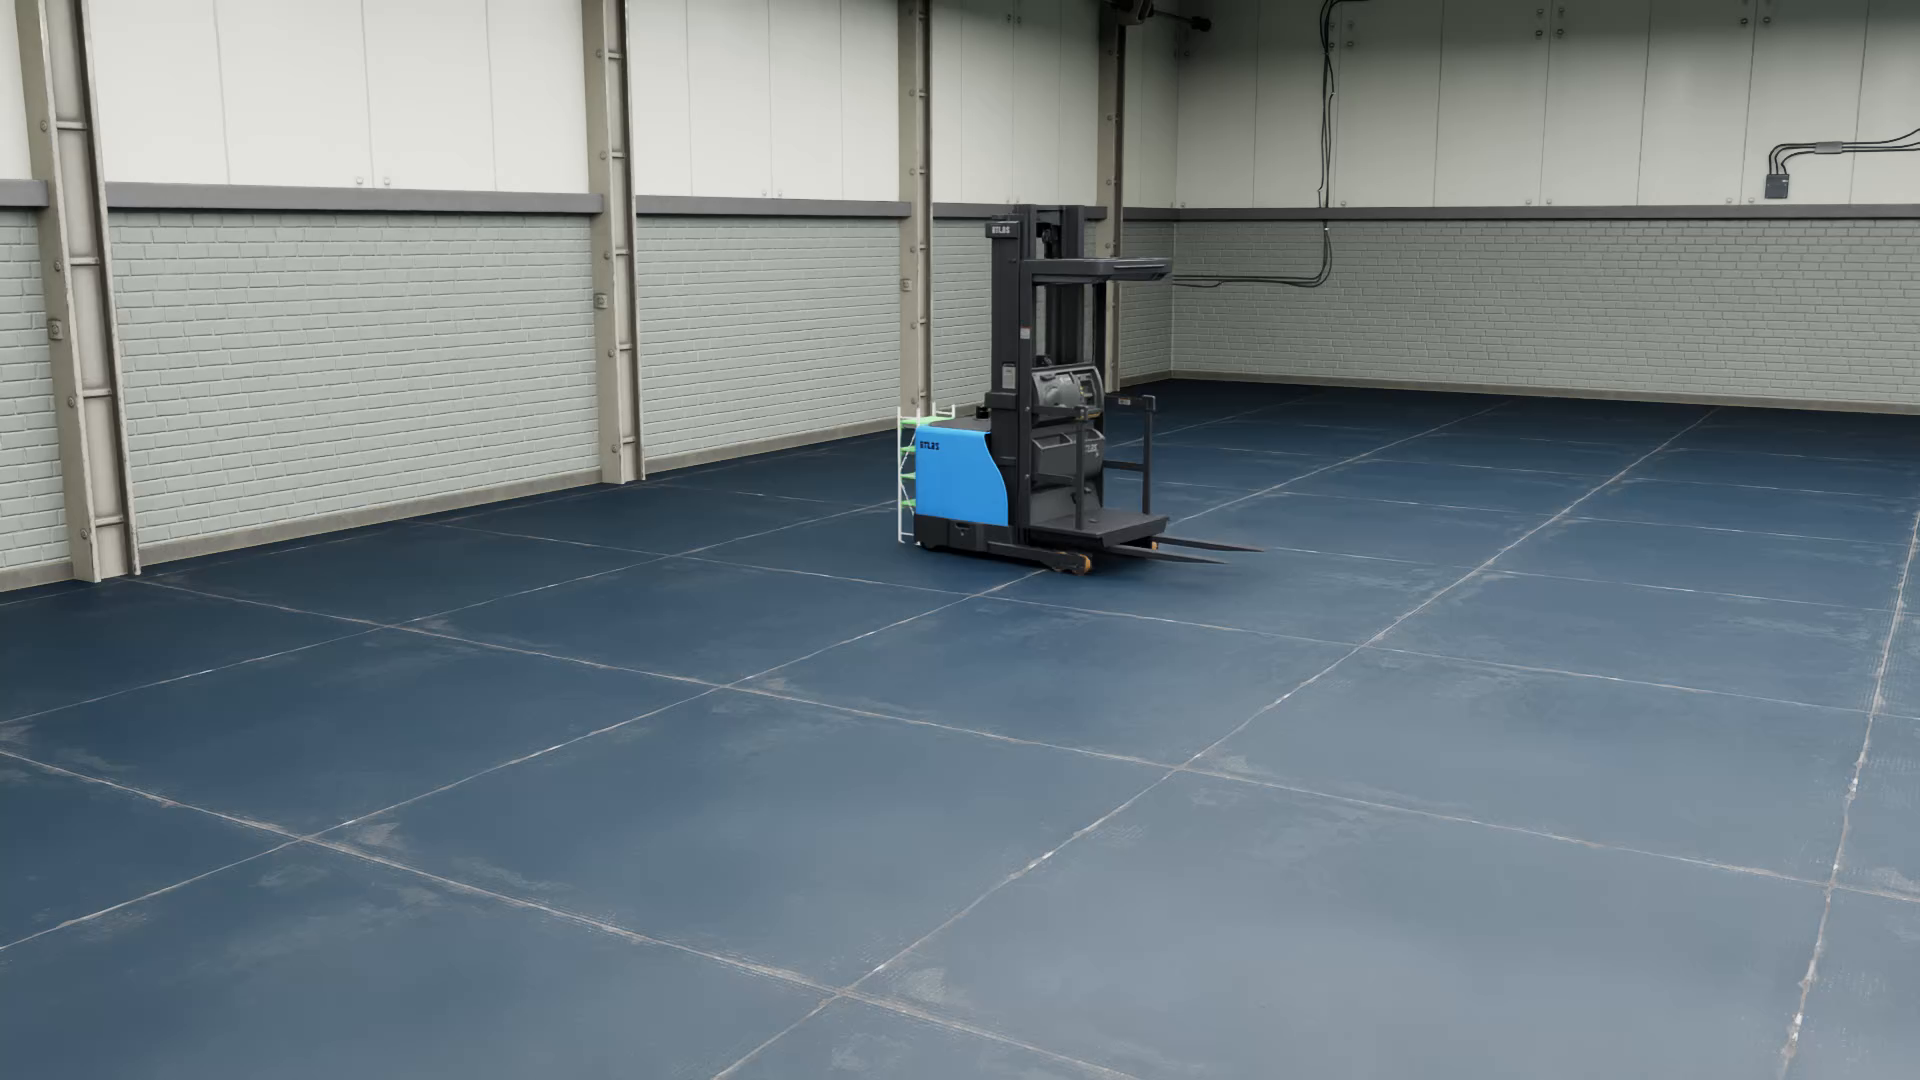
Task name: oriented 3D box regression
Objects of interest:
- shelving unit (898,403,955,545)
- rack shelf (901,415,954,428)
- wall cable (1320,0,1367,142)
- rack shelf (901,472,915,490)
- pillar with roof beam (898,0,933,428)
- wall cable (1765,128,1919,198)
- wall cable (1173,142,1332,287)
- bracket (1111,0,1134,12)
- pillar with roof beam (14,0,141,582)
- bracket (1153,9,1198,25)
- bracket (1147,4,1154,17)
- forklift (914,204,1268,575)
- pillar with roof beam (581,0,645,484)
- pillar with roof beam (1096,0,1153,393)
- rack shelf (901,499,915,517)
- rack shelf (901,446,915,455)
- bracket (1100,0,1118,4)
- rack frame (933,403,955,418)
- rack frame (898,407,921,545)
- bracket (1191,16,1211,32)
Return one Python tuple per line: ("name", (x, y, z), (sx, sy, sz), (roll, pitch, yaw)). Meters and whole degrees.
("shelving unit", (-0.295, -0.594, 14.783), (0.258, 1.200, 0.503), (8, 13, 37))
("rack shelf", (-0.295, -1.003, 14.706), (0.258, 0.148, 0.480), (8, 13, 37))
("wall cable", (7.481, -8.000, 27.859), (3.097, 2.526, 0.112), (6, 12, 31))
("rack shelf", (-0.295, -0.532, 14.795), (0.258, 0.148, 0.480), (8, 13, 37))
("pillar with roof beam", (3.073, -5.610, 20.382), (9.100, 9.000, 0.400), (6, 12, 31))
("wall cable", (13.274, -8.064, 24.248), (2.305, 6.003, 0.169), (6, 12, 31))
("wall cable", (5.168, -5.776, 29.705), (3.097, 2.526, 0.112), (6, 12, 31))
("bracket", (2.597, -8.635, 26.758), (0.235, 0.232, 0.430), (6, 12, 31))
("pillar with roof beam", (-3.157, -3.723, 10.301), (9.100, 9.000, 0.400), (6, 12, 31))
("bracket", (3.951, -9.046, 28.950), (0.076, 0.066, 3.189), (6, 12, 31))
("bracket", (3.028, -8.766, 27.455), (0.235, 0.232, 0.430), (6, 12, 31))
("forklift", (1.063, -1.269, 13.681), (3.031, 2.935, 1.130), (8, 14, 38))
("pillar with roof beam", (-0.042, -4.667, 15.341), (9.100, 9.000, 0.400), (6, 12, 31))
("pillar with roof beam", (6.188, -6.554, 25.422), (9.100, 9.000, 0.548), (6, 12, 31))
("rack shelf", (-0.295, -0.296, 14.839), (0.258, 0.148, 0.480), (8, 13, 37))
("rack shelf", (-0.295, -0.767, 14.751), (0.258, 0.148, 0.480), (8, 13, 37))
("bracket", (1.259, -8.230, 24.593), (0.076, 0.066, 4.783), (6, 12, 31))
("rack frame", (-0.144, -0.630, 14.971), (0.240, 1.200, 0.015), (8, 13, 37))
("rack frame", (-0.446, -0.559, 14.595), (0.240, 1.200, 0.015), (8, 13, 37))
("bracket", (4.258, -9.139, 29.446), (0.235, 0.232, 0.430), (6, 12, 31))
